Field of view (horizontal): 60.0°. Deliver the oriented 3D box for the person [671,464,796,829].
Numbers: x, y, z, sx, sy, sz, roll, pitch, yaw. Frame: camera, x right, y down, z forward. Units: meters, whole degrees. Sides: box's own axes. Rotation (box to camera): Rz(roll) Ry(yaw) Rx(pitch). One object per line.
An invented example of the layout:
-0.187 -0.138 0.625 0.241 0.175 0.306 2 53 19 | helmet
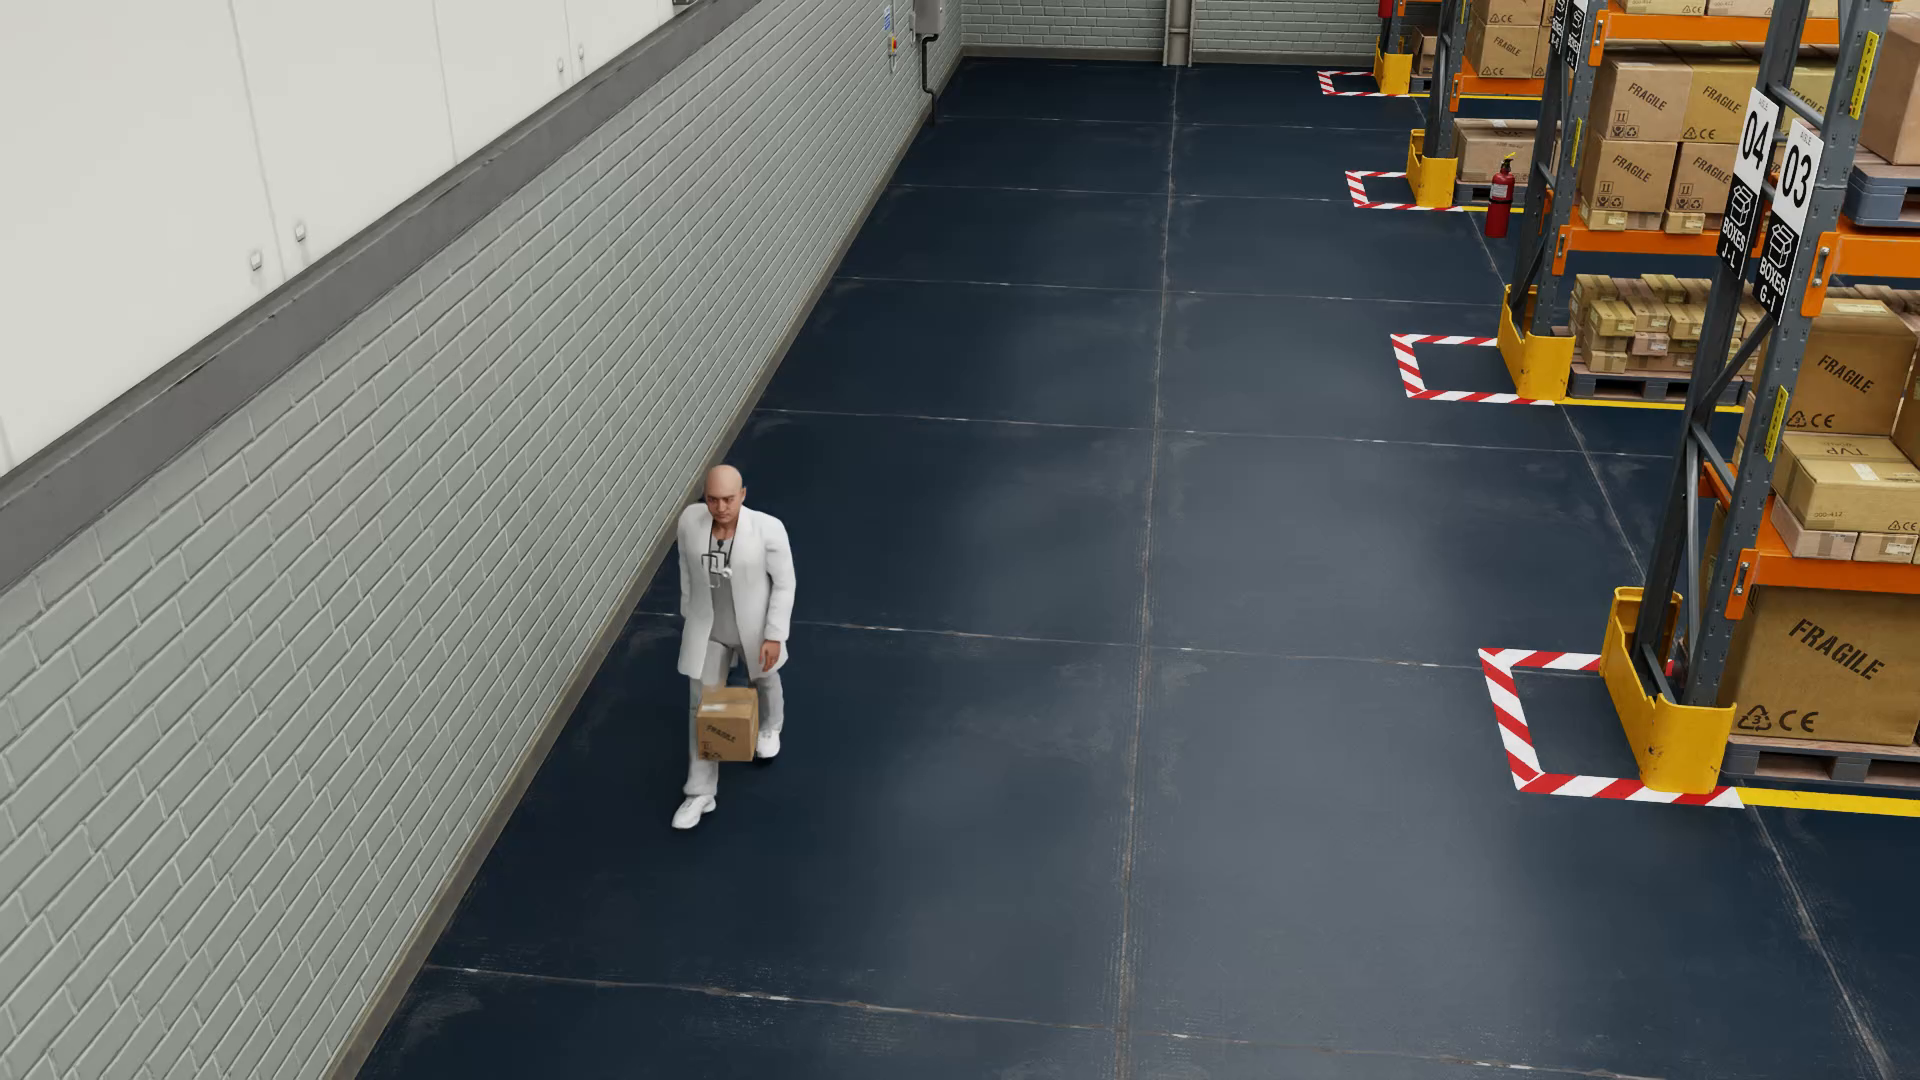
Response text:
-1.067 0.443 7.806 0.583 1.723 1.101 3 28 6 | person
